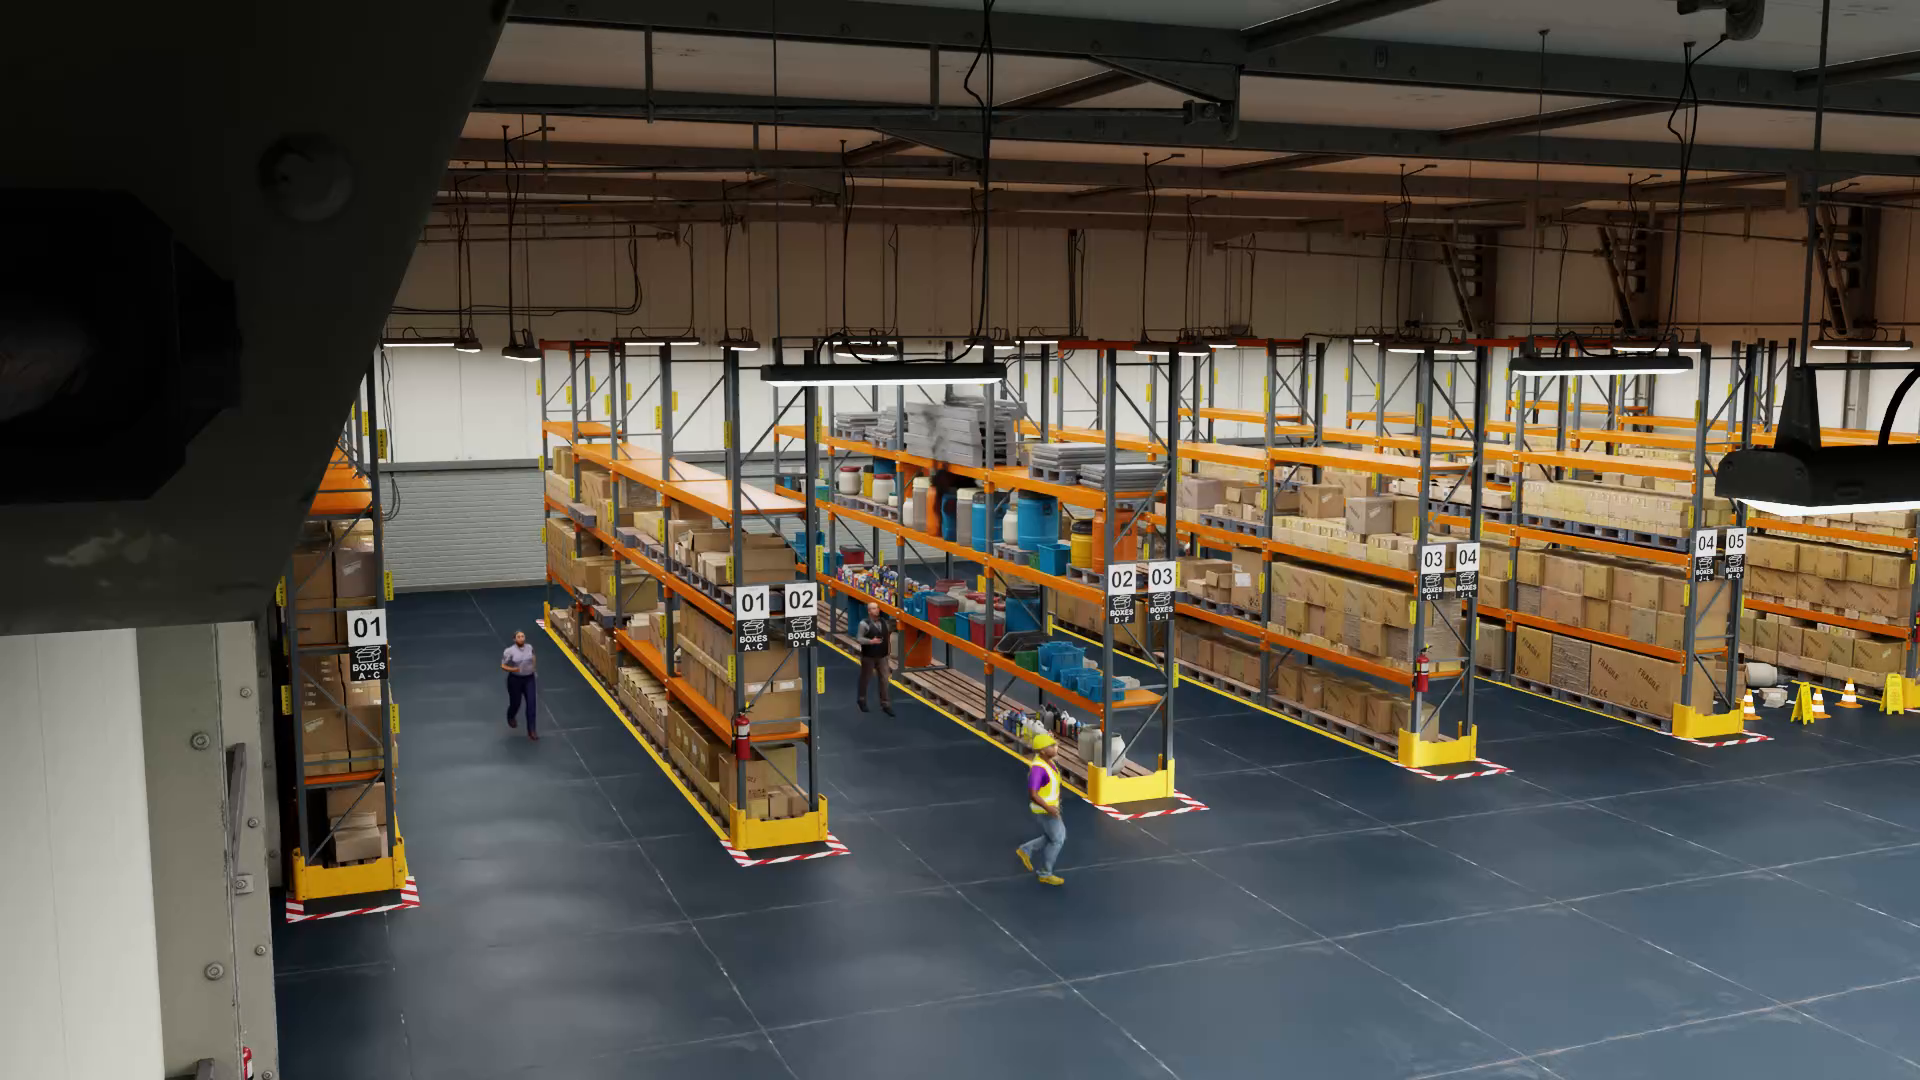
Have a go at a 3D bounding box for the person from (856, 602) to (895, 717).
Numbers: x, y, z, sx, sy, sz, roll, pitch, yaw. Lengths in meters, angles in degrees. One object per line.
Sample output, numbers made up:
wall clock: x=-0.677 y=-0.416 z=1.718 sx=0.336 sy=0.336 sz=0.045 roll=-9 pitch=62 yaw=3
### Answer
person: x=-1.314 y=1.837 z=25.698 sx=0.657 sy=1.765 sz=0.882 roll=-5 pitch=9 yaw=-34

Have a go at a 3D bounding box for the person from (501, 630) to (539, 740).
person: x=-6.739 y=2.191 z=25.530 sx=0.606 sy=1.646 sz=0.925 roll=-5 pitch=9 yaw=-33

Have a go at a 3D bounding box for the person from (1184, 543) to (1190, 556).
person: x=4.756 y=0.951 z=34.549 sx=0.664 sy=1.773 sz=0.964 roll=-4 pitch=9 yaw=-29

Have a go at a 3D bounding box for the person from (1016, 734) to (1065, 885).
person: x=0.911 y=3.039 z=18.859 sx=0.561 sy=1.732 sz=0.693 roll=1 pitch=8 yaw=8
